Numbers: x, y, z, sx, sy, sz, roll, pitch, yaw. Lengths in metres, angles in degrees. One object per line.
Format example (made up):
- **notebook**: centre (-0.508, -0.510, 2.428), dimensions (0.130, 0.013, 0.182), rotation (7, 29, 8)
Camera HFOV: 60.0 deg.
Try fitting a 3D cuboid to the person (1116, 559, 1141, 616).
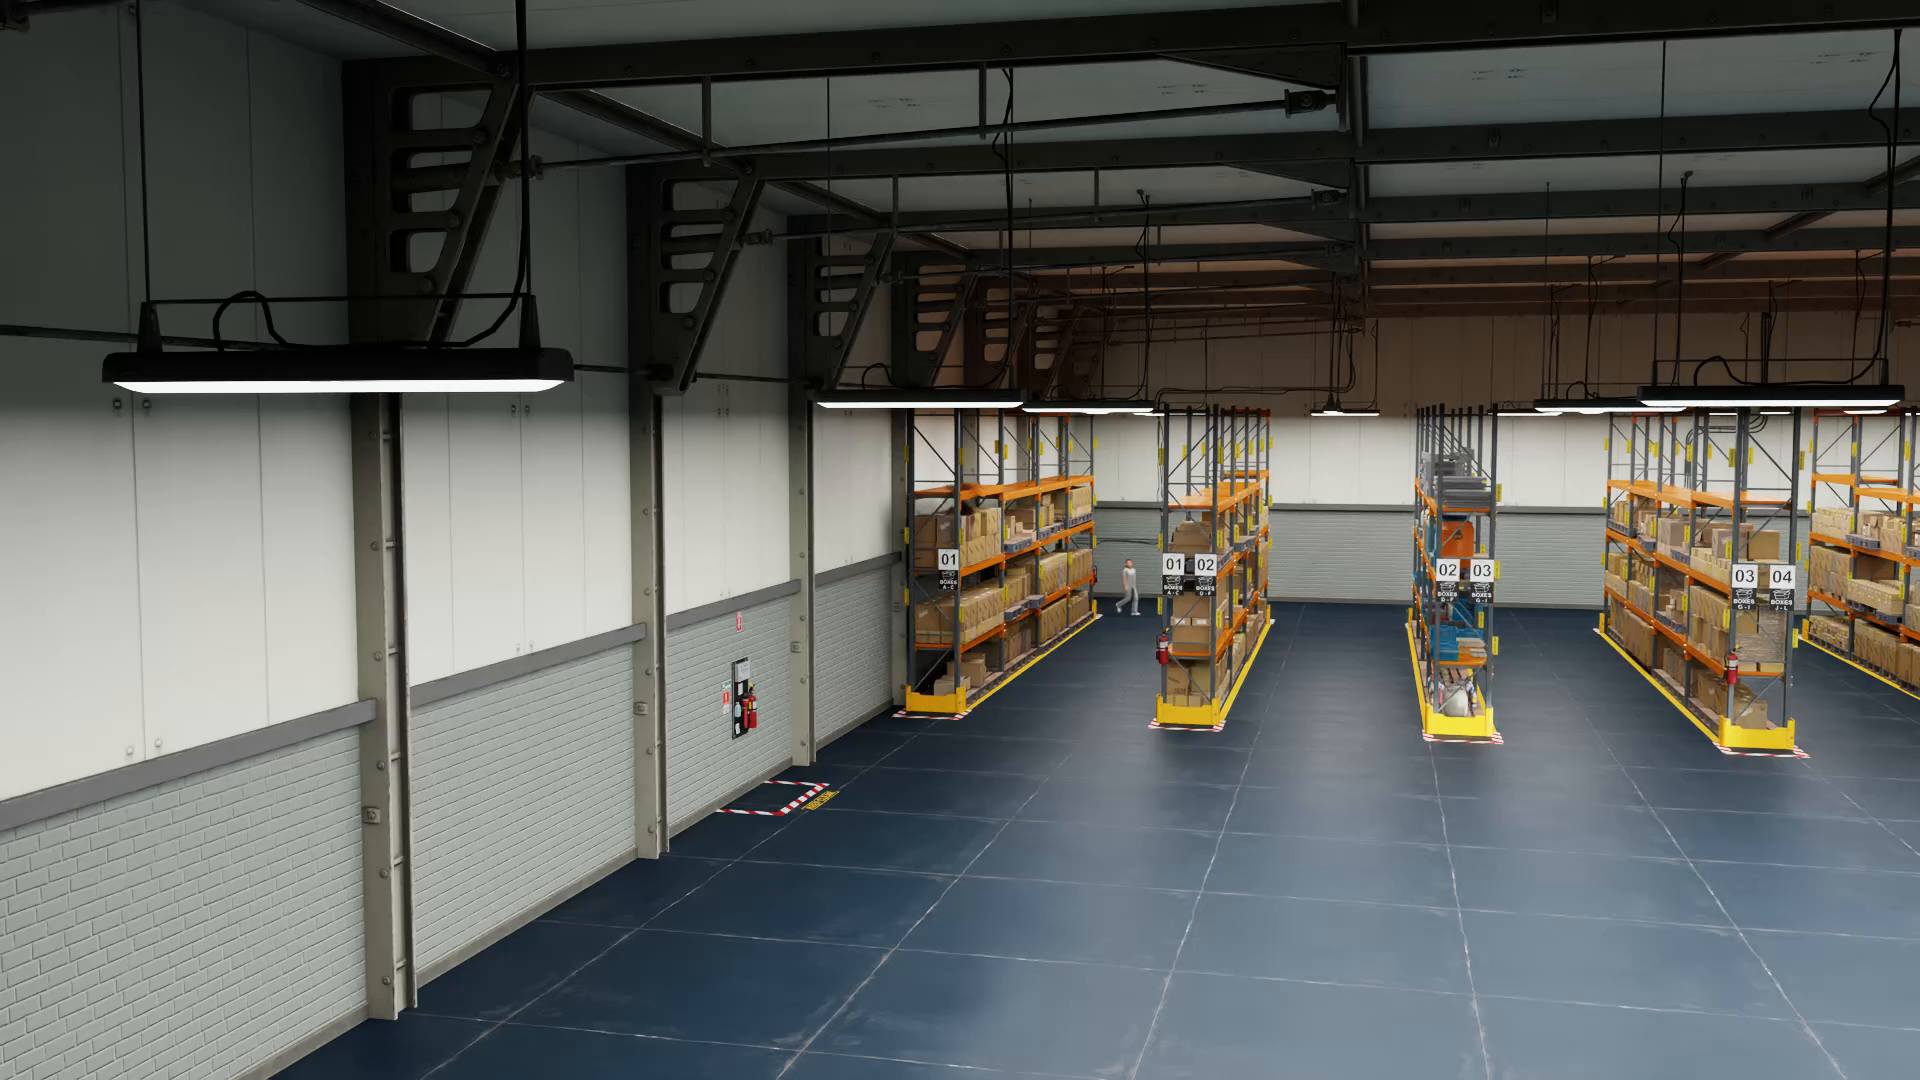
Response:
- **person**: centre (4.900, 1.369, 48.351), dimensions (0.729, 1.645, 0.491), rotation (4, 6, 45)
